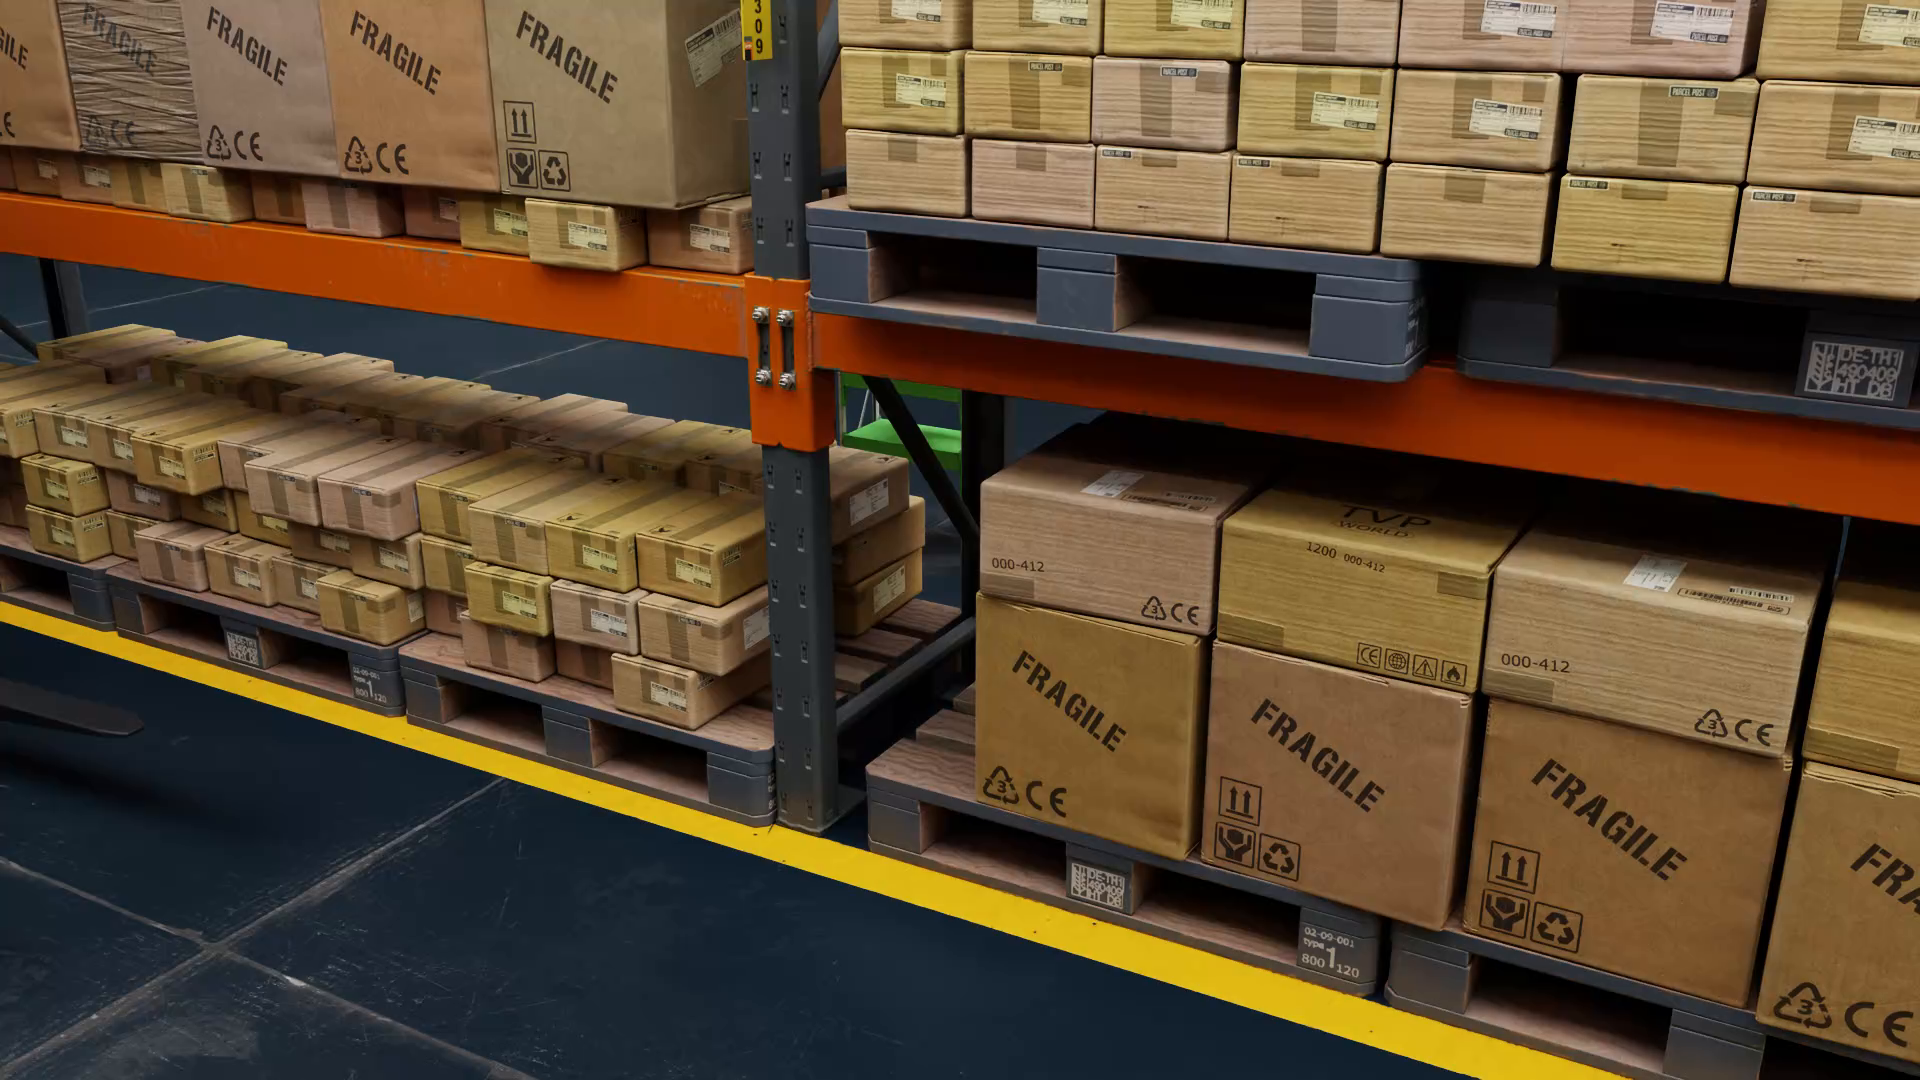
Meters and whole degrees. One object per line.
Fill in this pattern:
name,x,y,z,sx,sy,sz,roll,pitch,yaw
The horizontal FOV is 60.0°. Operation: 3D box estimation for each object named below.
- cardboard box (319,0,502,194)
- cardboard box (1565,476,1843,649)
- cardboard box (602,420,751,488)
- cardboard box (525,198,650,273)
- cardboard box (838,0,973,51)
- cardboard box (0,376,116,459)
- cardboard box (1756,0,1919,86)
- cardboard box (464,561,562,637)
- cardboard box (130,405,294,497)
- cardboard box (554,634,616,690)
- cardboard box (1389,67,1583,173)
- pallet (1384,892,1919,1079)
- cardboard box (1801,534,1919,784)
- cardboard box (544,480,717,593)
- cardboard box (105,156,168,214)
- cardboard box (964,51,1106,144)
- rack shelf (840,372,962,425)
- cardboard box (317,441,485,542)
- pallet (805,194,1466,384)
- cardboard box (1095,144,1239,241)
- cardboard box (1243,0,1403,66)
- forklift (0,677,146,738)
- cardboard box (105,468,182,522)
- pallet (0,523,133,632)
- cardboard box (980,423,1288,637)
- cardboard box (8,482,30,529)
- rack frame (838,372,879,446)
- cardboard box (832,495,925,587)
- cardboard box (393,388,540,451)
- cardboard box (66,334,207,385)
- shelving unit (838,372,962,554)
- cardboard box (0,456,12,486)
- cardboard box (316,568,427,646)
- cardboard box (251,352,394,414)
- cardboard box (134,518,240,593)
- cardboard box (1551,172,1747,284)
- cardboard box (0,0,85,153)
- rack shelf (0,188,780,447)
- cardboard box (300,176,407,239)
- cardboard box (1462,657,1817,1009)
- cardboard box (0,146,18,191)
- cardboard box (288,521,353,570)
cardboard box,-1.155,-1.136,4.014,0.500,0.500,0.500,10,22,26
cardboard box,1.542,-0.019,3.468,0.500,0.250,0.500,10,22,25
cardboard box,-0.798,-0.212,4.744,0.250,0.149,0.380,10,22,27
cardboard box,-0.784,-0.736,3.863,0.250,0.149,0.380,10,22,26
cardboard box,-0.023,-1.022,3.164,0.250,0.149,0.380,12,23,30
cardboard box,-2.886,-0.389,5.232,0.250,0.149,0.380,11,23,27
cardboard box,1.344,-0.764,2.452,0.250,0.149,0.380,12,23,29
cardboard box,-1.057,0.099,4.322,0.250,0.149,0.380,10,22,25
cardboard box,-2.184,-0.267,4.894,0.250,0.149,0.380,11,23,28
cardboard box,-0.837,0.245,4.355,0.250,0.149,0.380,12,23,29
cardboard box,0.894,-0.710,2.740,0.250,0.149,0.380,12,23,29
pallet,1.607,0.777,3.414,1.213,0.211,1.003,11,23,27
cardboard box,1.743,0.219,2.813,0.500,0.250,0.500,11,23,29
cardboard box,-0.822,-0.015,4.200,0.250,0.149,0.380,11,23,28
cardboard box,-2.125,-1.017,4.639,0.250,0.149,0.380,12,23,29
cardboard box,0.204,-0.840,3.098,0.250,0.149,0.380,10,22,26
rack shelf,-0.145,-0.532,5.758,0.480,0.148,0.258,11,23,27
cardboard box,-1.513,-0.138,4.540,0.250,0.149,0.380,10,22,25
pallet,0.454,-0.605,3.416,1.213,0.211,1.003,11,23,27
cardboard box,0.438,-0.655,3.026,0.250,0.149,0.380,11,23,28
cardboard box,0.663,-0.892,2.806,0.250,0.149,0.380,10,22,27
forklift,-3.461,-0.842,3.888,3.031,2.935,1.130,9,22,24
cardboard box,-2.385,-0.197,5.138,0.250,0.149,0.380,10,22,25
pallet,-2.876,-0.062,5.726,1.213,0.211,1.003,11,23,27
cardboard box,0.374,-0.039,3.524,0.500,0.250,0.500,10,22,25
cardboard box,-2.845,-0.147,5.437,0.250,0.149,0.380,11,23,28
rack frame,-0.358,-0.632,5.848,0.015,1.200,0.240,11,23,27
cardboard box,-0.303,-0.018,4.645,0.250,0.149,0.380,12,23,30
cardboard box,-1.498,-0.336,5.086,0.250,0.149,0.380,10,22,25
cardboard box,-2.857,-0.596,5.803,0.250,0.149,0.380,11,23,28
shelving unit,-0.145,-0.592,5.736,0.503,1.200,0.258,11,23,27
cardboard box,-3.091,-0.302,5.428,0.250,0.149,0.380,11,23,27
cardboard box,-1.555,0.141,4.642,0.250,0.149,0.380,11,23,27
cardboard box,-2.112,-0.501,5.540,0.250,0.149,0.380,12,23,29
cardboard box,-2.231,0.009,5.006,0.250,0.149,0.380,10,22,25
cardboard box,1.120,-0.527,2.672,0.250,0.149,0.380,10,22,26
cardboard box,-2.476,-1.394,4.727,0.500,0.500,0.500,11,23,28
rack shelf,-1.888,-0.860,4.892,4.000,0.370,1.077,11,23,27
cardboard box,-1.453,-0.885,4.273,0.250,0.149,0.380,10,22,25
cardboard box,1.300,0.484,3.181,0.500,0.500,0.500,11,23,28
cardboard box,-2.767,-1.168,5.056,0.250,0.149,0.380,12,23,30
cardboard box,-1.684,-0.059,4.758,0.250,0.149,0.380,10,22,25
